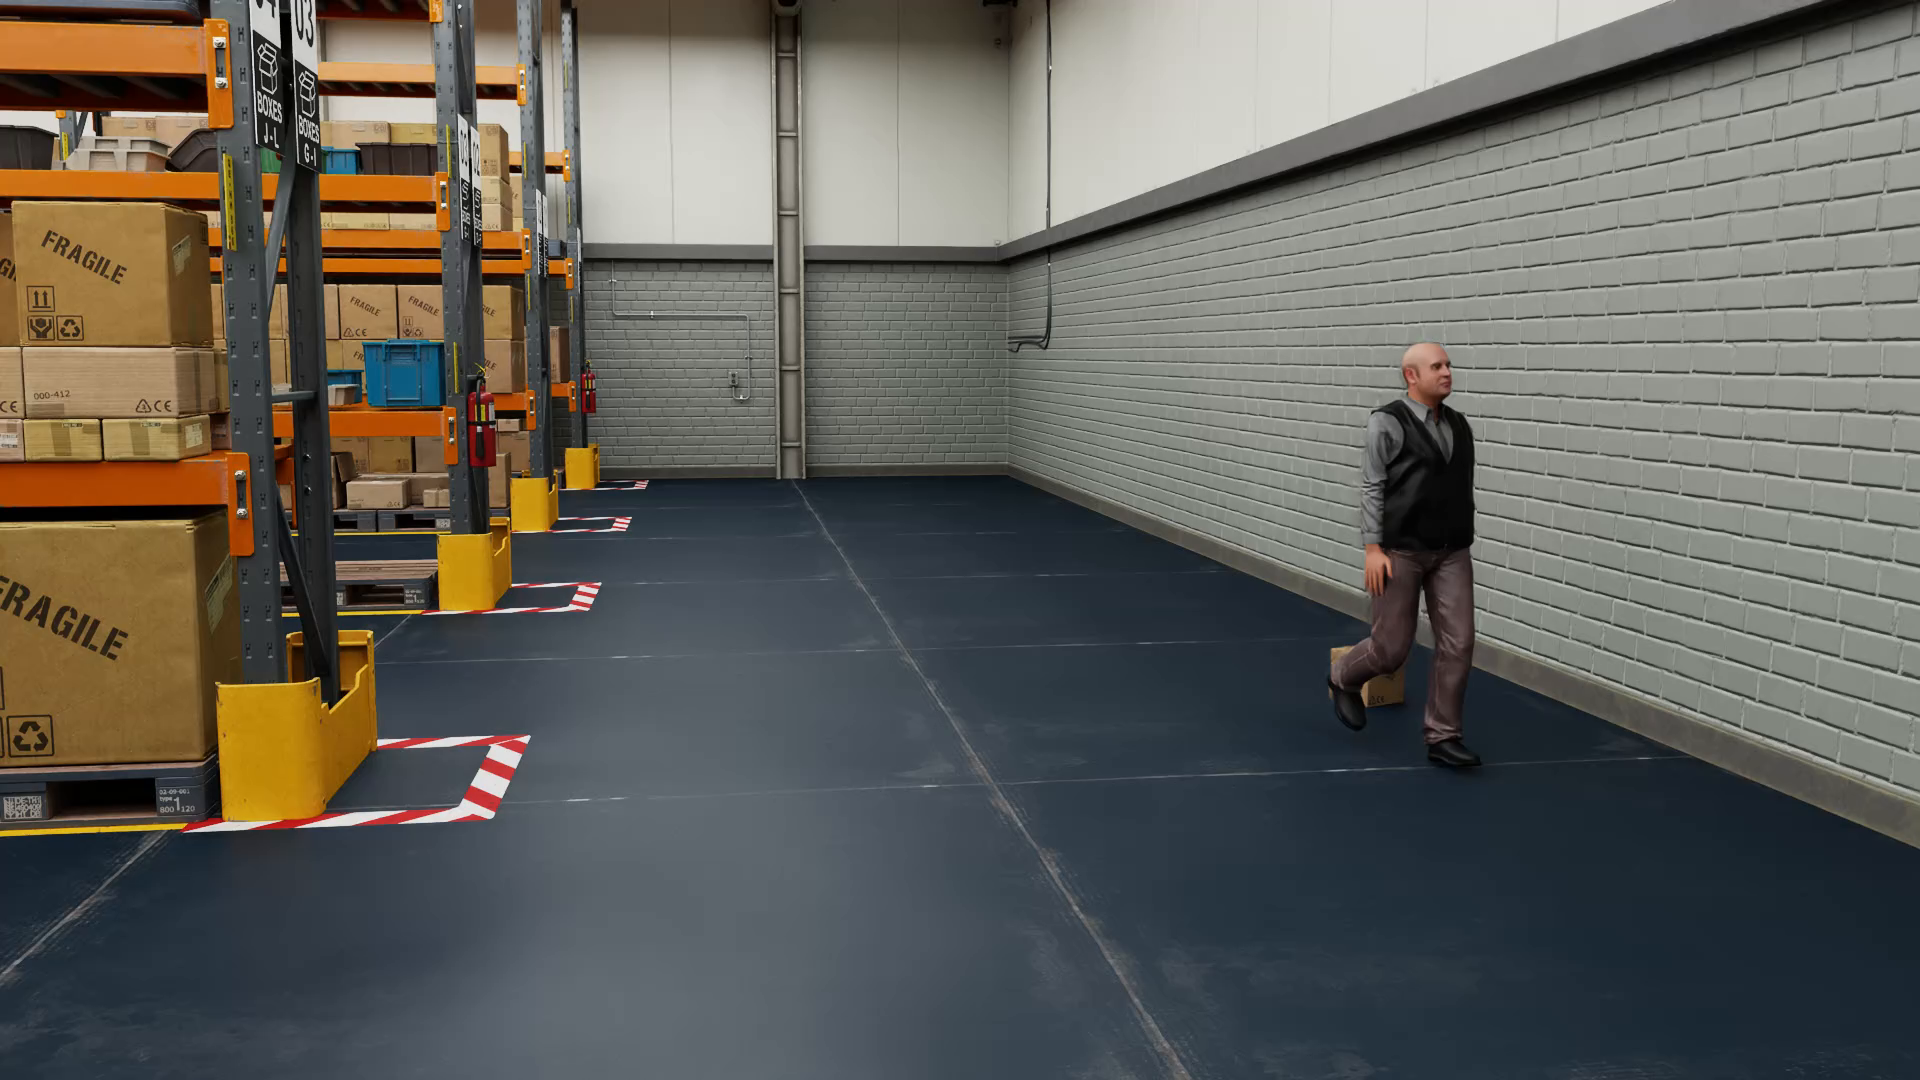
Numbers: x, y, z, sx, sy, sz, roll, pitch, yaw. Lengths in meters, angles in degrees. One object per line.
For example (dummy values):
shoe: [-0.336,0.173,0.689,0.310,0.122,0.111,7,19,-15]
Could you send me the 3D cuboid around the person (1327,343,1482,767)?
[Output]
person: [1.860,0.046,6.833,0.536,1.702,0.796,-2,7,-19]
